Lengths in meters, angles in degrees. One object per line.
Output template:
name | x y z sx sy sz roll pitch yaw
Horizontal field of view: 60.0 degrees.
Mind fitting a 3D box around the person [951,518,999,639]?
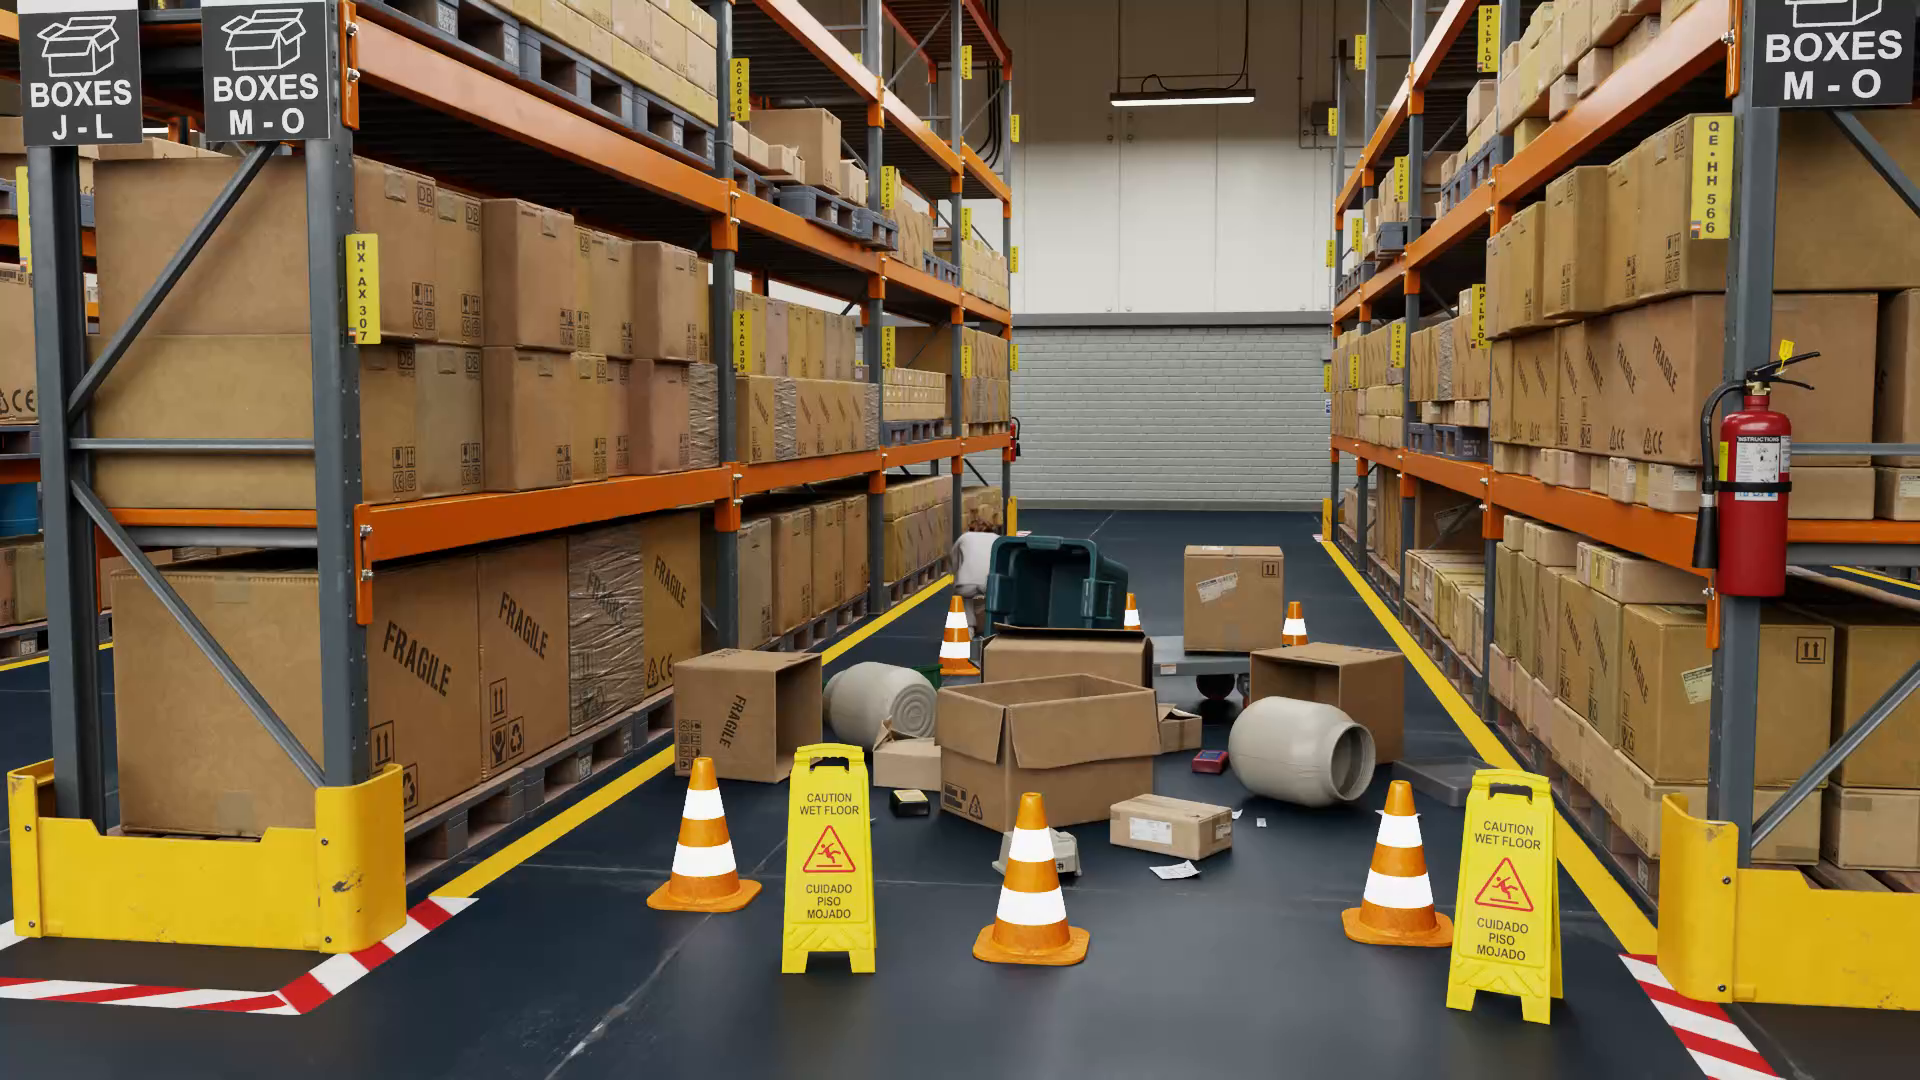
person | 0.154 0.277 11.782 0.481 0.824 0.800 1 5 8
